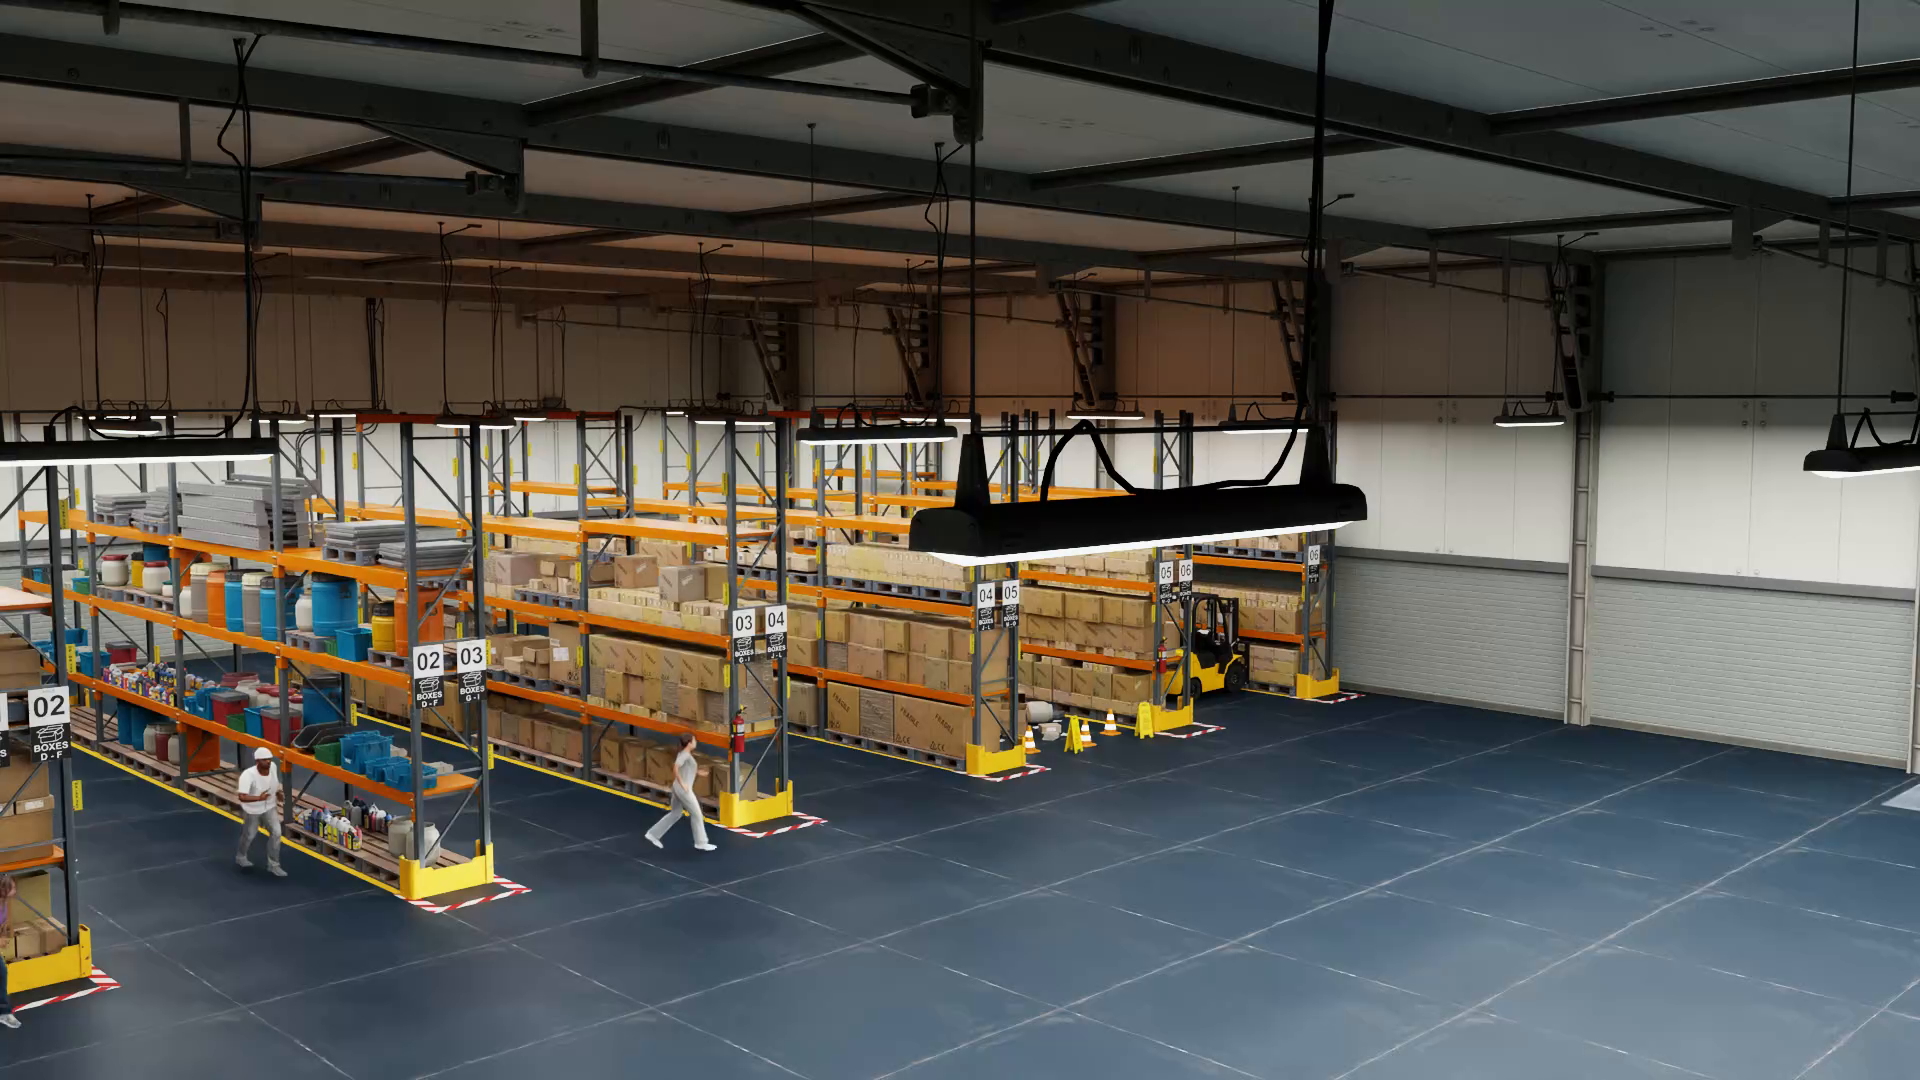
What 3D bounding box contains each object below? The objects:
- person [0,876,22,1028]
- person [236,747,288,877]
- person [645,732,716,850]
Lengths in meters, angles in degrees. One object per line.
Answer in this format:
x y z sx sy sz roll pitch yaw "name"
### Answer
-9.904 4.138 16.635 0.922 1.541 0.569 -1 5 -12 "person"
-9.240 3.563 21.938 0.983 1.735 0.714 4 6 39 "person"
-3.855 3.492 23.036 0.927 1.659 0.538 -2 5 -20 "person"
